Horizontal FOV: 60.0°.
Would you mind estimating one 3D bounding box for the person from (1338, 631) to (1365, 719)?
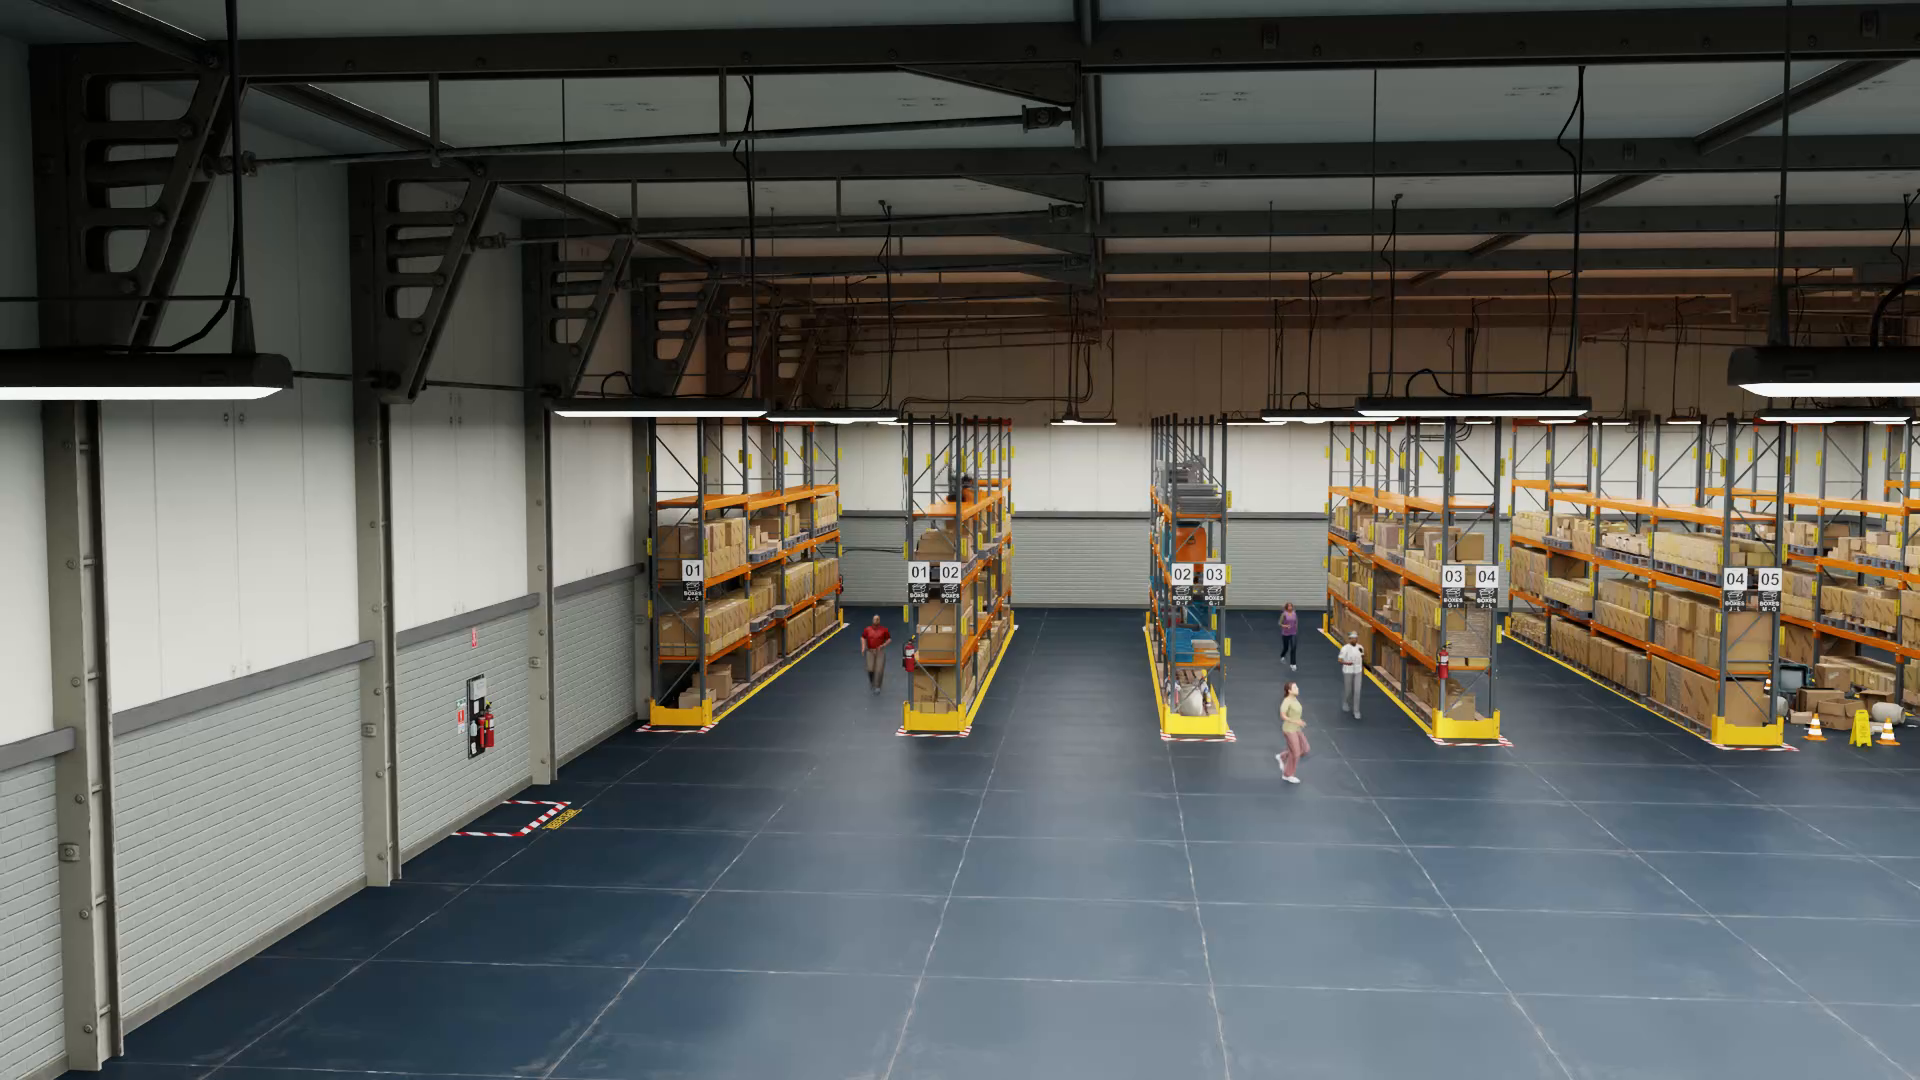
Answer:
[{"bbox_3d":[7.782,2.637,32.931,0.586,1.680,0.847,0,4,-1],"label":"person"}]

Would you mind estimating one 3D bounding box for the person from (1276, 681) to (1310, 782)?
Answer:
[{"bbox_3d":[5.374,3.096,26.943,0.561,1.636,0.617,3,5,33],"label":"person"}]

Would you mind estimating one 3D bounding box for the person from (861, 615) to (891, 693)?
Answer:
[{"bbox_3d":[-1.814,2.462,35.782,0.665,1.674,0.593,0,4,1],"label":"person"}]

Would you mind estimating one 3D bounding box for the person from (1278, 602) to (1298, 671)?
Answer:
[{"bbox_3d":[7.805,2.261,39.486,0.538,1.605,0.877,0,4,-7],"label":"person"}]
